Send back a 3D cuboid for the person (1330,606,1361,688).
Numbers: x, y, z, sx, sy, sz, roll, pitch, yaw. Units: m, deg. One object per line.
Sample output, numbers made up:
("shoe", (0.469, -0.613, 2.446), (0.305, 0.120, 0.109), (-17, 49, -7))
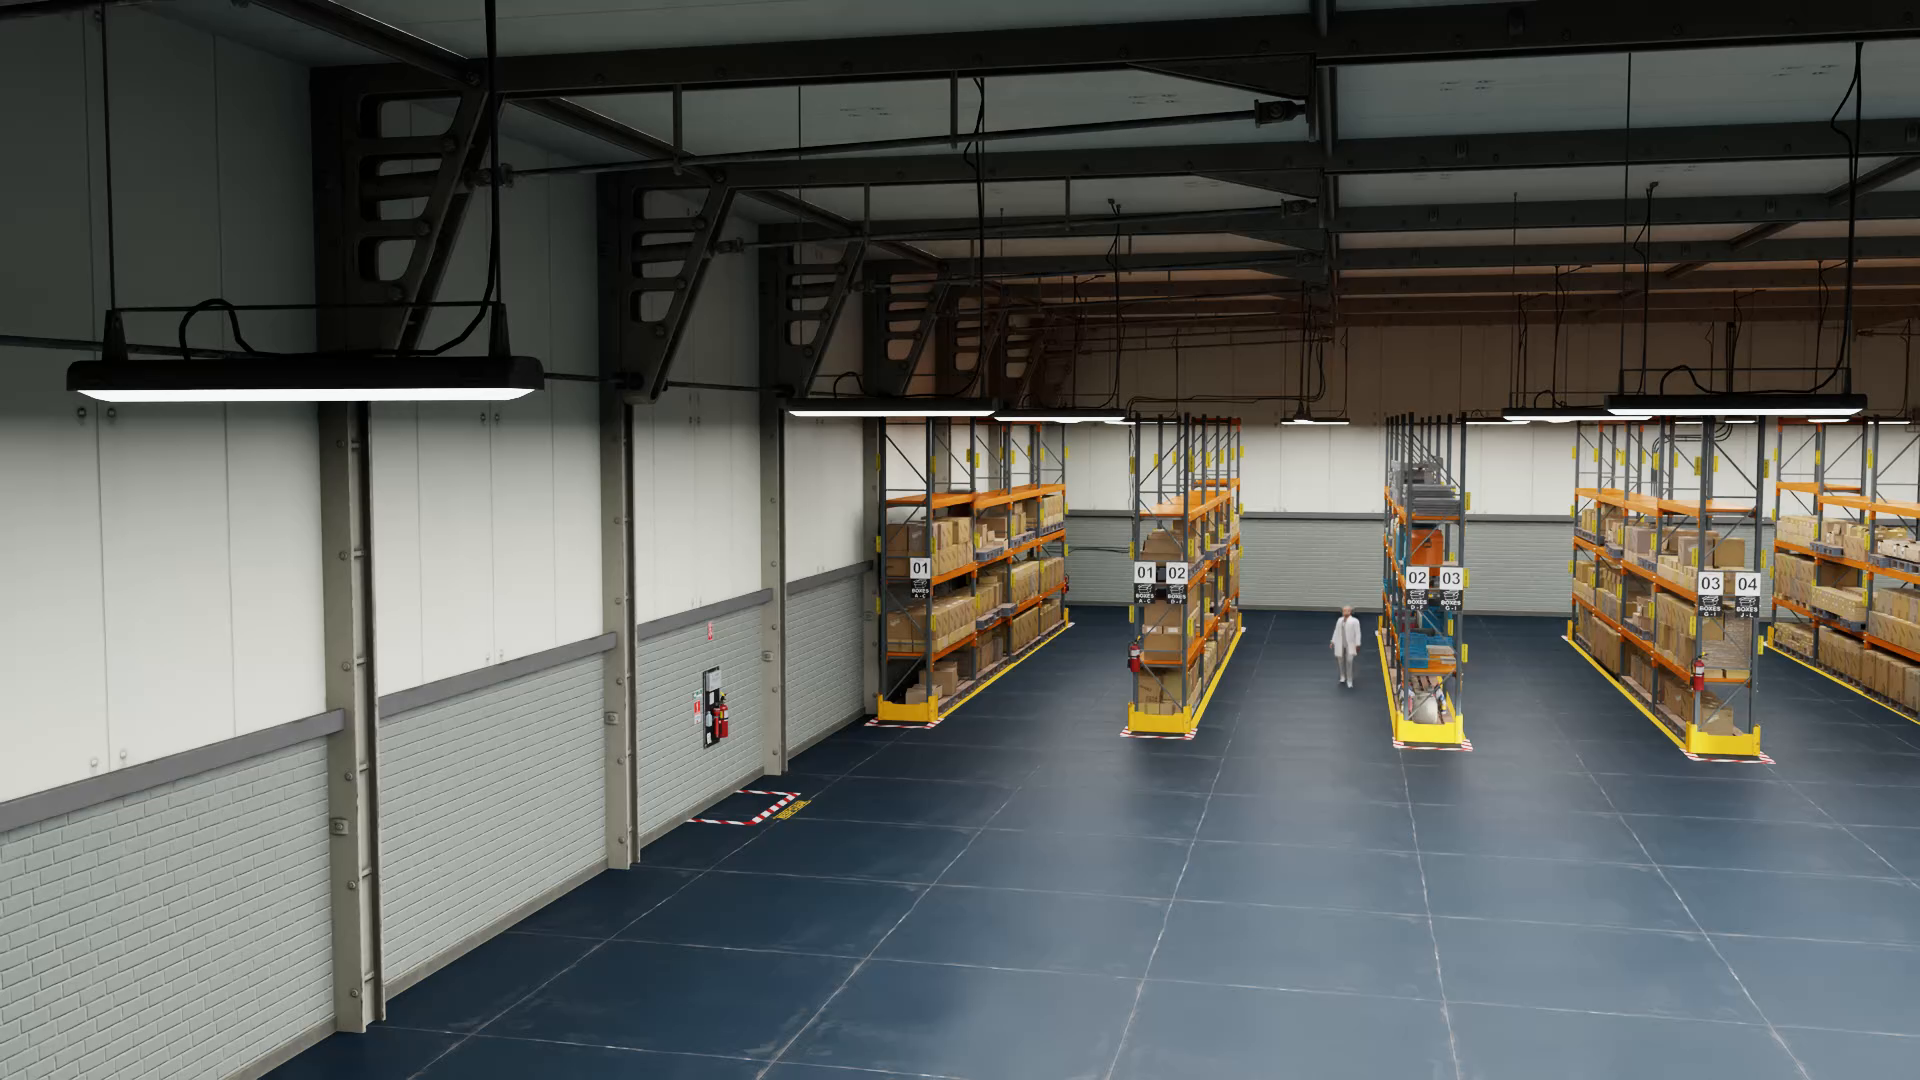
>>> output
("person", (8.556, 2.338, 36.912), (0.670, 1.744, 1.019), (1, 4, 16))
